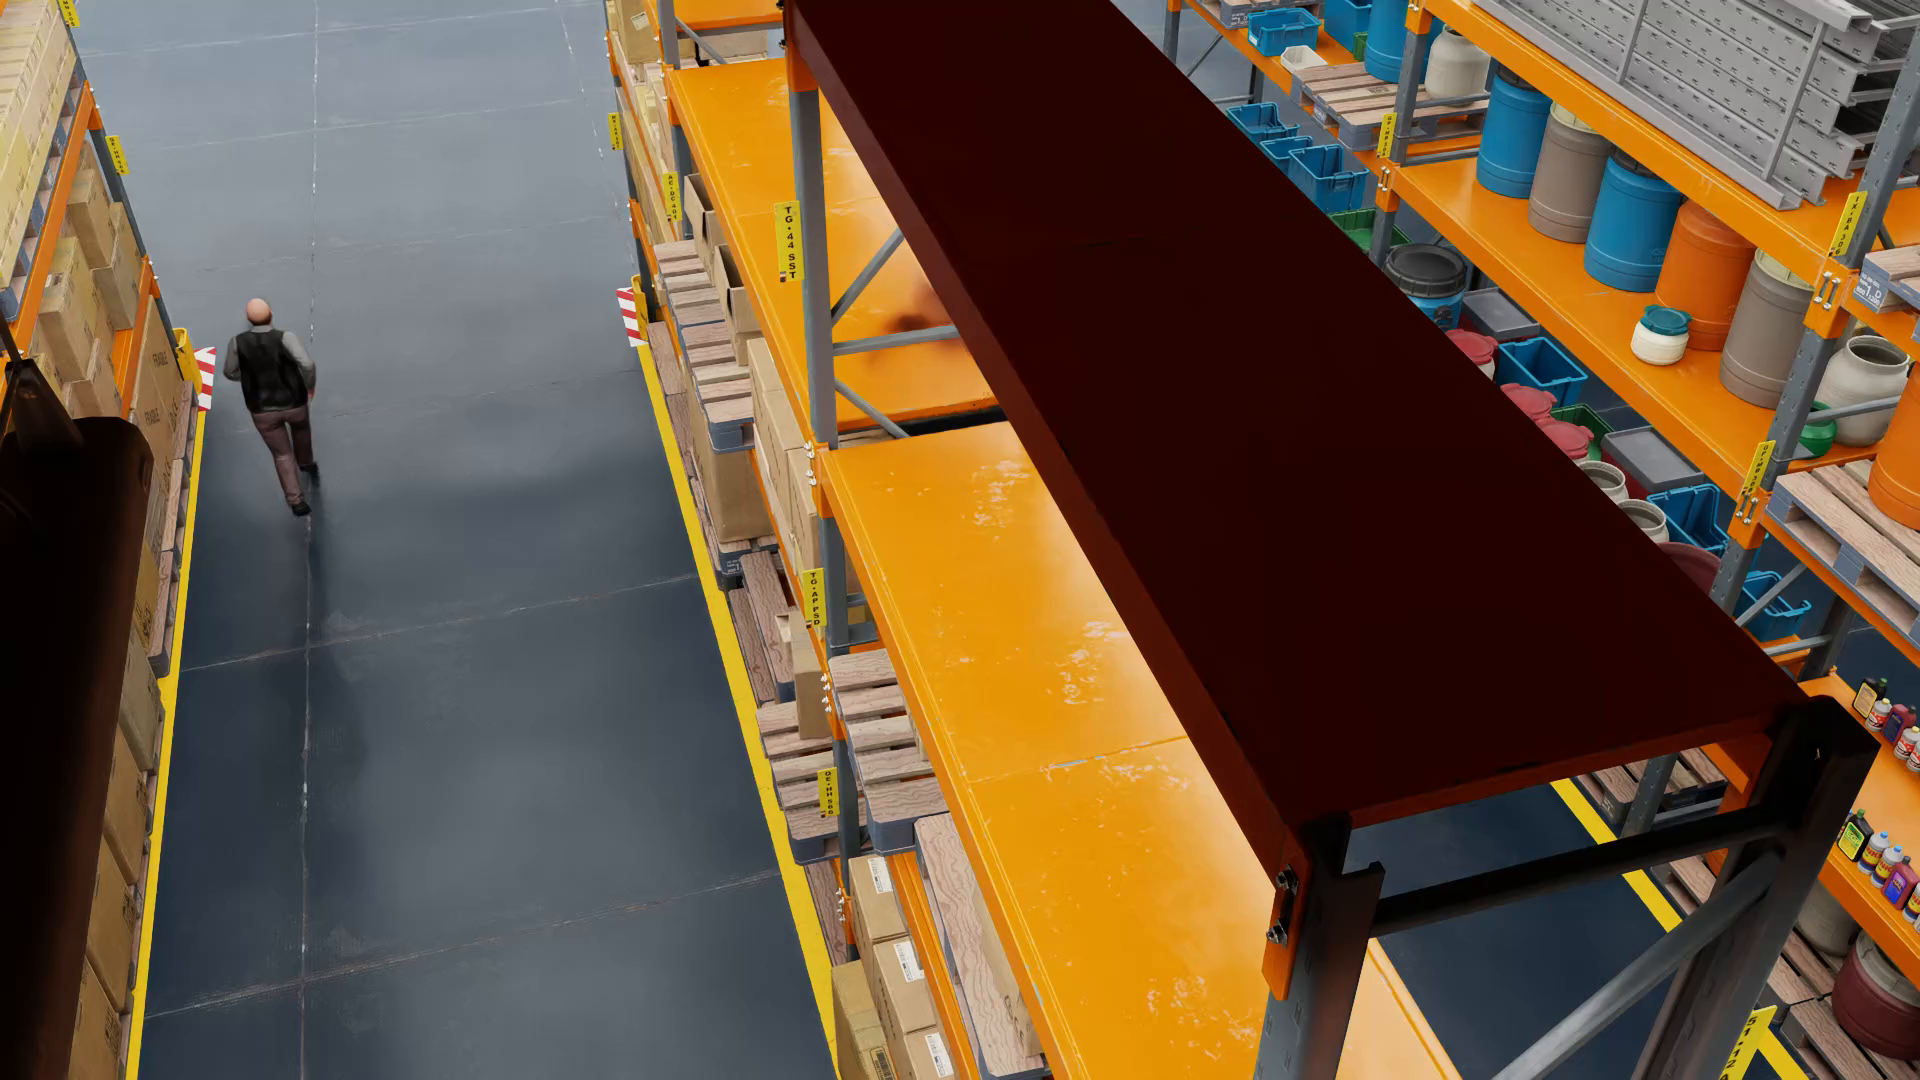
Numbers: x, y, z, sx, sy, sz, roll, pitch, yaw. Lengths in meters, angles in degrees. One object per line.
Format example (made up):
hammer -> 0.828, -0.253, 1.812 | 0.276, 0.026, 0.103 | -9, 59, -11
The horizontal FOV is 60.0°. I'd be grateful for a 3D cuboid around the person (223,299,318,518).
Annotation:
person -> -5.175, -0.968, 12.693 | 0.663, 1.723, 1.092 | -13, 40, -16
